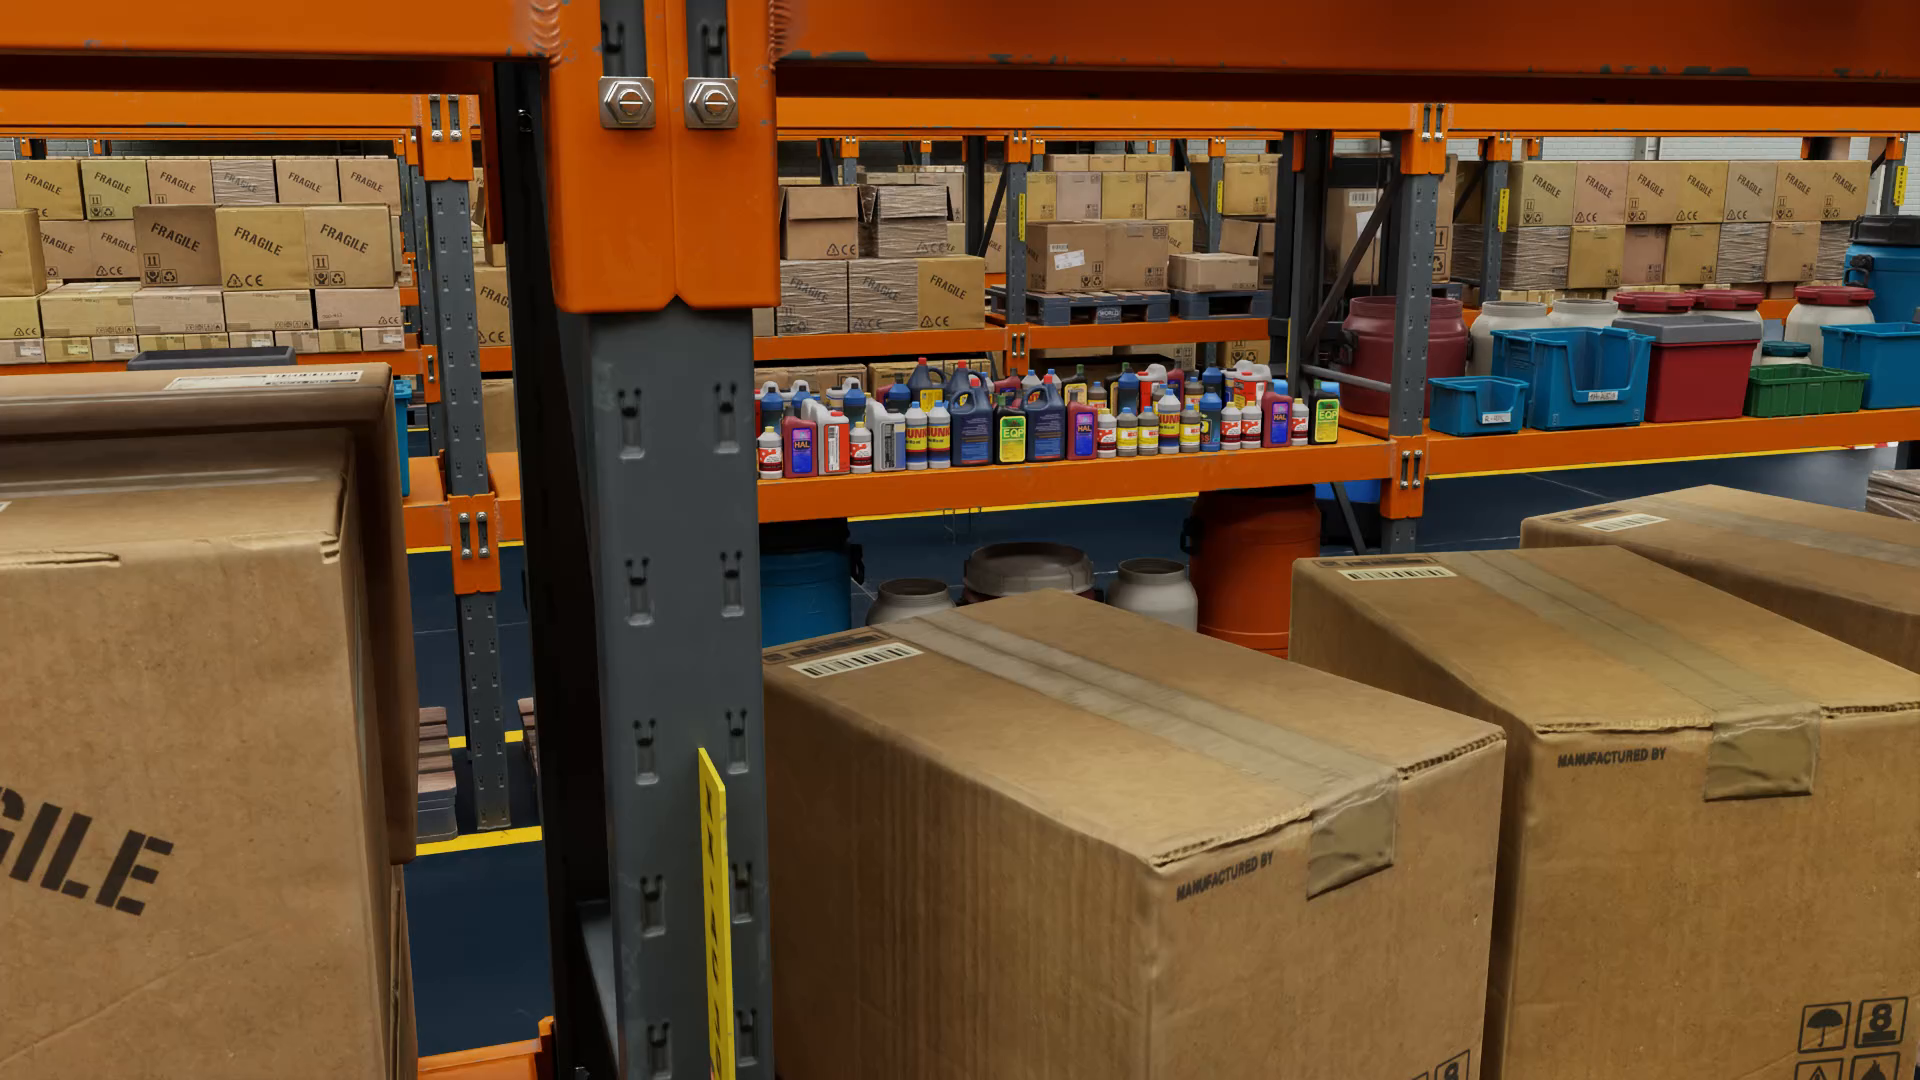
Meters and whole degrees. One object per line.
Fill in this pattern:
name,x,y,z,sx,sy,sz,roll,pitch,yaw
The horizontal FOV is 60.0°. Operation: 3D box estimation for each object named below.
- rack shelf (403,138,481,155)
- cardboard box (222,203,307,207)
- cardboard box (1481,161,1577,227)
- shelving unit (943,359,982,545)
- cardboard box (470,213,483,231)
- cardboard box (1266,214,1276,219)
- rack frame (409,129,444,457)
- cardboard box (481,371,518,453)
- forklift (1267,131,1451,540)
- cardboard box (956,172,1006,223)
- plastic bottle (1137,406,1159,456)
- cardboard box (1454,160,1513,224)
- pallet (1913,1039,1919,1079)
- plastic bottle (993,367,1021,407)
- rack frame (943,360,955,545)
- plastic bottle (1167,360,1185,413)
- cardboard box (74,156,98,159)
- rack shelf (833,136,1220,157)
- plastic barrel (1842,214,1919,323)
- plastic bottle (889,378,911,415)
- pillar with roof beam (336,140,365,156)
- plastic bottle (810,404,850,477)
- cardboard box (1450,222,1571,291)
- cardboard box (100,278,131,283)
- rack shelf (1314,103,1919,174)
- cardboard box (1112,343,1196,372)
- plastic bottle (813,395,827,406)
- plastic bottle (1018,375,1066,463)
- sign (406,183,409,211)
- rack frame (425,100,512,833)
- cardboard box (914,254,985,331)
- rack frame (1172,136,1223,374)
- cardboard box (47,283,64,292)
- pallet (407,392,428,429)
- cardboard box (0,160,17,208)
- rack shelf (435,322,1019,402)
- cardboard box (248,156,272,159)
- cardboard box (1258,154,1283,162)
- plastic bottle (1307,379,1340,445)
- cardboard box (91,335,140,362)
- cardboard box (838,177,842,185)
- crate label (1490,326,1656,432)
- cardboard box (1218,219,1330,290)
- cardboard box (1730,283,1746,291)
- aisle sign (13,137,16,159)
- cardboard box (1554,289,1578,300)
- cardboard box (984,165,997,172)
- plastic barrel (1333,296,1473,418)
rack shelf,-4.801,-4.962,20.593,4.000,0.370,1.077,-4,14,-18
cardboard box,-4.540,-1.954,10.937,0.500,0.500,0.500,-4,14,-18
cardboard box,4.554,-2.779,13.325,0.500,0.500,0.500,-4,14,-18
shelving unit,0.014,-0.585,11.008,0.189,1.200,0.258,-4,14,-18
cardboard box,-4.502,-2.926,15.314,0.250,0.149,0.380,-4,14,-15
cardboard box,3.420,-3.366,18.486,0.550,0.550,0.875,-4,14,-18
rack frame,-3.536,-1.531,11.099,0.127,3.000,1.000,-4,14,-18
cardboard box,-2.935,-0.754,11.513,0.875,0.875,1.225,-4,14,-18
forklift,2.870,-1.724,12.058,1.130,2.935,3.031,6,15,23
cardboard box,0.163,-3.564,17.267,0.500,0.500,0.700,-5,14,-19
plastic bottle,0.793,-0.463,7.036,0.097,0.201,0.097,0,13,0
cardboard box,4.385,-2.895,13.813,0.500,0.500,0.500,-4,14,-18
pallet,1.570,0.584,2.619,1.213,0.211,1.003,-4,14,-18
plastic bottle,0.212,-0.647,7.634,0.133,0.283,0.061,-4,14,-18
rack frame,-0.073,-0.578,10.980,0.006,1.200,0.240,-4,14,-18
plastic bottle,0.996,-0.708,7.891,0.133,0.283,0.061,-4,14,-18
cardboard box,-9.837,-4.261,18.795,0.250,0.149,0.380,-4,14,-17
rack shelf,0.665,-4.179,17.302,4.000,0.370,1.077,-4,14,-18
plastic barrel,5.164,-1.317,9.116,0.708,0.901,0.600,-4,14,-18
plastic bottle,-0.267,-0.585,7.398,0.097,0.271,0.097,0,13,0
pillar with roof beam,-7.857,-6.914,20.764,0.400,9.000,9.100,-4,14,-18
plastic bottle,-0.518,-0.404,6.626,0.135,0.276,0.152,-4,14,-18
cardboard box,4.493,-2.335,13.618,0.500,0.500,0.875,-4,14,-18
cardboard box,-7.434,-2.261,14.710,0.250,0.149,0.380,-5,14,-19
rack shelf,3.731,-1.997,8.130,4.000,0.370,1.077,-4,14,-18
cardboard box,2.001,-2.261,18.122,0.750,0.750,1.050,-5,14,-18
plastic bottle,-0.632,-0.537,7.348,0.097,0.201,0.097,0,13,0
plastic bottle,0.341,-0.506,6.895,0.185,0.351,0.144,-4,14,-18
sign,-6.518,-4.043,19.616,0.005,0.325,0.100,-4,14,-18
rack frame,-1.956,-0.445,6.532,0.127,3.000,1.000,-4,14,-18
cardboard box,-0.133,-1.785,11.947,0.500,0.500,0.500,-4,14,-16
rack frame,2.561,-3.217,18.186,0.127,3.000,1.000,-4,14,-18
cardboard box,-5.989,-1.477,10.551,0.500,0.250,0.500,-5,14,-20
pallet,-5.647,-1.213,15.785,1.213,0.211,1.003,-4,14,-18
cardboard box,-8.303,-2.986,14.196,0.500,0.500,0.500,-5,14,-18
rack shelf,-1.640,-1.329,11.803,4.000,0.370,1.077,-4,14,-18
cardboard box,-8.118,-4.383,19.307,0.250,0.149,0.380,-5,14,-19
cardboard box,4.263,-5.185,23.438,0.500,0.500,0.700,-5,14,-19
plastic bottle,1.588,-0.560,7.268,0.133,0.283,0.061,-4,14,-18
cardboard box,-5.179,-1.201,10.254,0.250,0.149,0.380,-4,14,-17
cardboard box,-1.412,-4.461,21.649,0.500,0.500,0.500,-4,14,-17
crate label,2.863,-0.772,7.828,0.616,0.435,0.502,-4,14,-18
cardboard box,2.433,-2.228,12.898,0.637,0.503,0.797,-3,14,-12
cardboard box,6.454,-2.133,14.170,0.250,0.149,0.380,-4,14,-18
aisle sign,-10.463,-4.606,18.405,0.004,0.787,0.394,-4,14,-18
cardboard box,4.816,-1.990,13.568,0.250,0.149,0.380,-4,14,-18
cardboard box,0.327,-5.051,22.729,0.250,0.149,0.380,-5,14,-18
plastic barrel,2.178,-0.907,8.181,0.708,0.536,0.600,-4,14,-18
